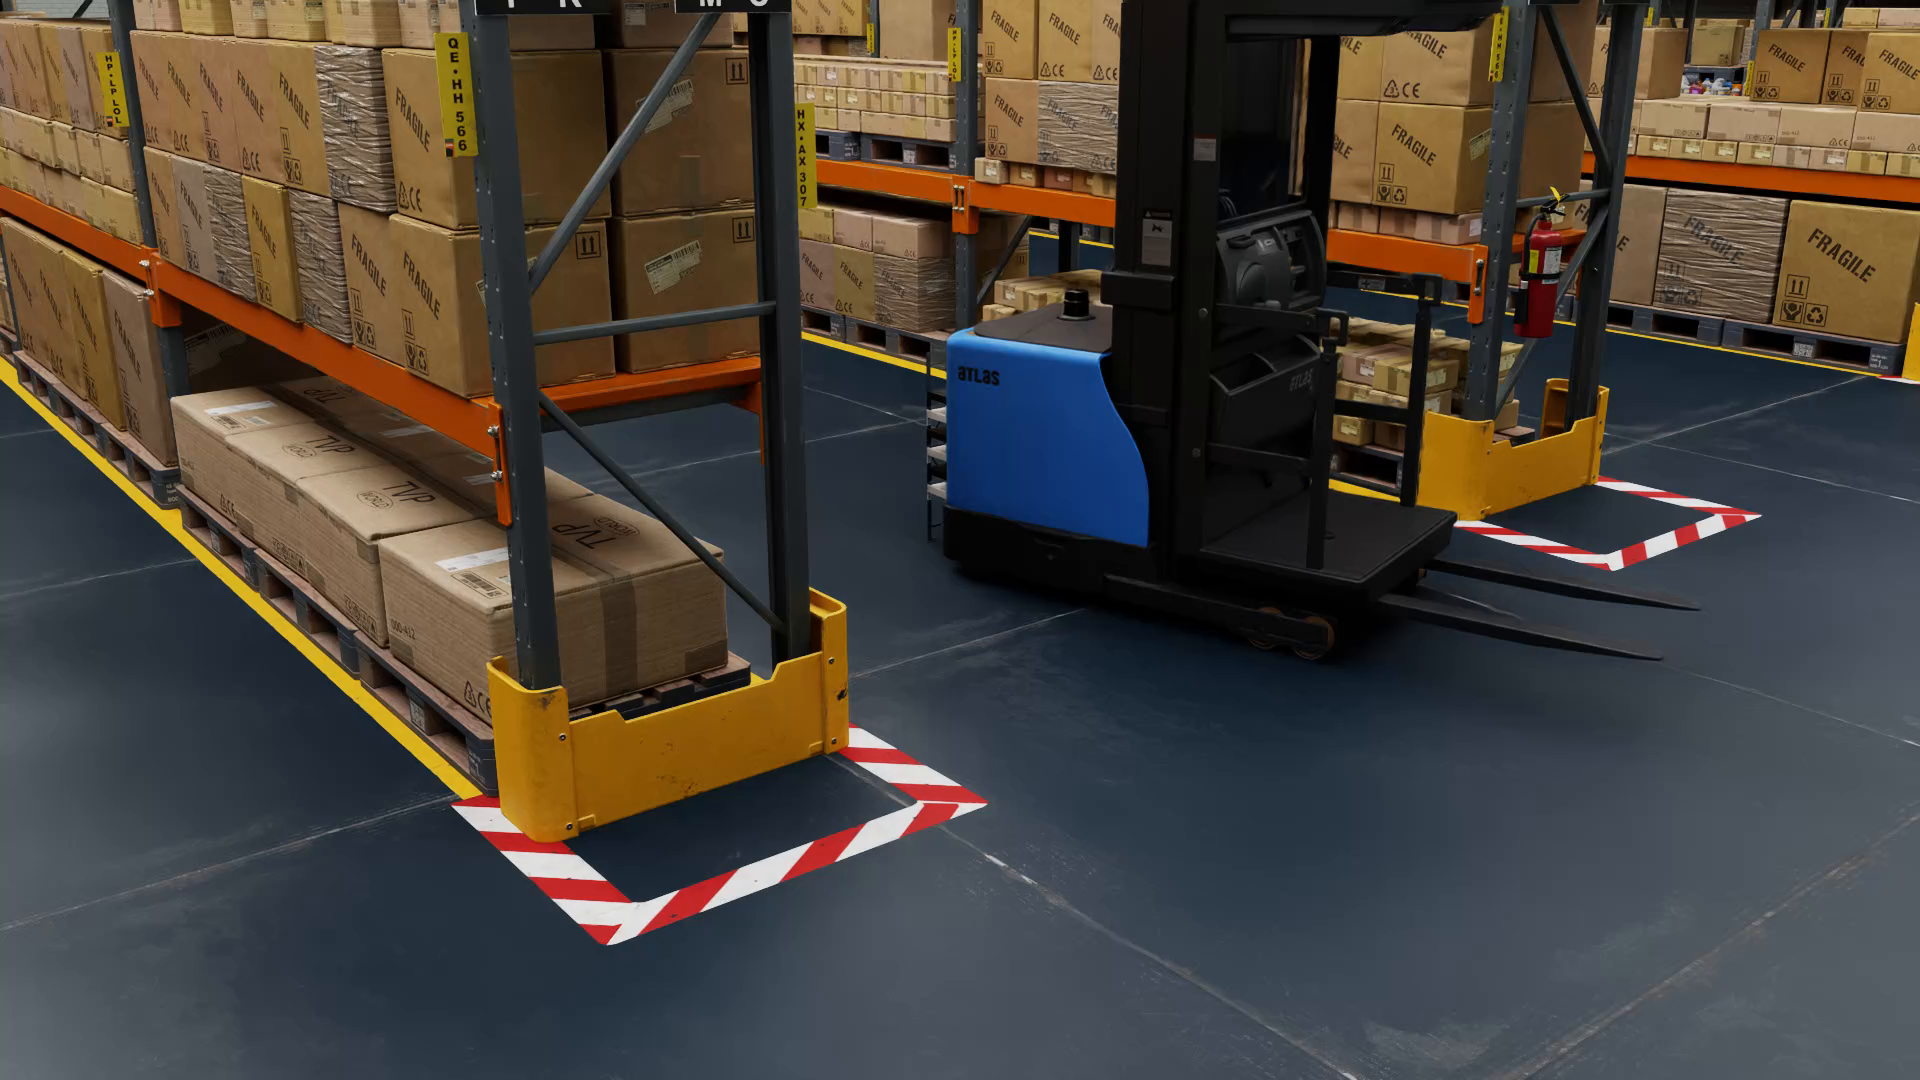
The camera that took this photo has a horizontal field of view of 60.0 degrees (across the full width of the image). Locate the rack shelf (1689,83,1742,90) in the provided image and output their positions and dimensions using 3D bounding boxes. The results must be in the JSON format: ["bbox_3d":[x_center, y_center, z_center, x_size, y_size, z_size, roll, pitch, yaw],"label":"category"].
[{"bbox_3d":[10.876,-5.656,21.317,1.077,0.370,4.000,-14,23,-36],"label":"rack shelf"}]

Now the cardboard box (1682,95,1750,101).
[{"bbox_3d":[5.782,-3.207,12.540,0.500,0.250,0.500,-15,23,-37],"label":"cardboard box"}]

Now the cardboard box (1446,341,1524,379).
[{"bbox_3d":[2.823,-0.968,8.934,0.380,0.149,0.250,-15,24,-39],"label":"cardboard box"}]

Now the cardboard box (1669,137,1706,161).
[{"bbox_3d":[5.405,-2.868,12.151,0.380,0.149,0.250,-13,23,-35],"label":"cardboard box"}]

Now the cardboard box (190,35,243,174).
[{"bbox_3d":[-2.695,-1.742,6.601,0.500,0.500,0.500,-13,23,-35],"label":"cardboard box"}]

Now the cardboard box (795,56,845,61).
[{"bbox_3d":[-1.104,-3.819,13.410,0.380,0.149,0.250,-13,22,-34],"label":"cardboard box"}]

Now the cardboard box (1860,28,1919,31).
[{"bbox_3d":[11.522,-6.069,20.593,0.700,0.500,0.500,-10,21,-28],"label":"cardboard box"}]

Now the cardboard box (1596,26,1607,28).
[{"bbox_3d":[4.746,-3.708,12.860,0.500,0.500,0.500,-14,23,-36],"label":"cardboard box"}]

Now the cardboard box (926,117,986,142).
[{"bbox_3d":[-0.003,-2.769,11.184,0.380,0.149,0.250,-15,23,-37],"label":"cardboard box"}]

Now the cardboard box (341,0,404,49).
[{"bbox_3d":[-1.718,-1.637,5.253,0.380,0.149,0.250,-14,23,-37],"label":"cardboard box"}]

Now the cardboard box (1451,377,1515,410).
[{"bbox_3d":[2.758,-0.810,8.931,0.380,0.149,0.250,-13,22,-34],"label":"cardboard box"}]

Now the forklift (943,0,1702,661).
[{"bbox_3d":[1.425,-1.116,6.569,3.031,2.935,1.130,12,22,33],"label":"forklift"}]

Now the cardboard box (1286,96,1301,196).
[{"bbox_3d":[1.764,-2.144,8.933,0.500,0.500,0.500,-14,23,-36],"label":"cardboard box"}]

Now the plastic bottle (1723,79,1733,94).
[{"bbox_3d":[8.110,-4.733,17.590,0.097,0.271,0.097,0,18,0],"label":"plastic bottle"}]

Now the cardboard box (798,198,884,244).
[{"bbox_3d":[-0.910,-2.389,12.421,0.500,0.250,0.500,-15,24,-38],"label":"cardboard box"}]

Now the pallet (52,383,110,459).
[{"bbox_3d":[-4.719,-0.791,9.915,1.003,0.211,1.213,-14,23,-36],"label":"pallet"}]

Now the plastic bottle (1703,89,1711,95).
[{"bbox_3d":[7.641,-4.502,17.003,0.097,0.201,0.097,0,18,0],"label":"plastic bottle"}]

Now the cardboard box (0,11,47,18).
[{"bbox_3d":[-7.295,-4.006,12.856,0.380,0.149,0.250,-15,24,-38],"label":"cardboard box"}]

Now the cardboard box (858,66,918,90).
[{"bbox_3d":[-0.493,-3.247,11.683,0.380,0.149,0.250,-14,23,-36],"label":"cardboard box"}]

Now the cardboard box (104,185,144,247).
[{"bbox_3d":[-3.895,-1.629,8.247,0.500,0.250,0.500,-15,23,-37],"label":"cardboard box"}]

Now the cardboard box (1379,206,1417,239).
[{"bbox_3d":[2.333,-1.618,8.377,0.380,0.149,0.250,-14,23,-36],"label":"cardboard box"}]

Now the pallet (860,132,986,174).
[{"bbox_3d":[0.038,-2.755,11.716,1.003,0.211,1.213,-14,23,-36],"label":"pallet"}]

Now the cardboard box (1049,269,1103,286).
[{"bbox_3d":[0.824,-1.721,11.209,0.380,0.149,0.250,-13,22,-35],"label":"cardboard box"}]

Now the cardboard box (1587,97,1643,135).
[{"bbox_3d":[5.067,-3.226,12.597,0.500,0.250,0.500,-13,23,-35],"label":"cardboard box"}]

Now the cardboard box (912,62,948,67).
[{"bbox_3d":[-0.133,-3.435,12.249,0.380,0.149,0.250,-14,23,-37],"label":"cardboard box"}]

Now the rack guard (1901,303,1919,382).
[{"bbox_3d":[6.848,-1.394,11.278,1.175,0.500,0.348,-14,23,-36],"label":"rack guard"}]

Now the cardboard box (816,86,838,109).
[{"bbox_3d":[-0.824,-3.234,12.117,0.380,0.149,0.250,-14,23,-36],"label":"cardboard box"}]

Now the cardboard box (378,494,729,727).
[{"bbox_3d":[-1.423,0.221,5.831,0.875,0.438,0.875,-15,23,-38],"label":"cardboard box"}]

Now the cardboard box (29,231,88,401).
[{"bbox_3d":[-4.988,-1.408,10.054,0.875,0.875,0.875,-14,23,-35],"label":"cardboard box"}]

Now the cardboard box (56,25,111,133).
[{"bbox_3d":[-4.220,-2.348,8.431,0.500,0.500,0.500,-13,23,-35],"label":"cardboard box"}]

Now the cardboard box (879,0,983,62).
[{"bbox_3d":[-0.234,-5.805,18.999,1.000,1.000,1.000,-14,23,-36],"label":"cardboard box"}]

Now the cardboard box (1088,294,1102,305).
[{"bbox_3d":[0.950,-1.441,10.362,0.380,0.149,0.250,-15,23,-38],"label":"cardboard box"}]

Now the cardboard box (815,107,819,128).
[{"bbox_3d":[-0.980,-3.155,12.350,0.380,0.149,0.250,-15,23,-38],"label":"cardboard box"}]

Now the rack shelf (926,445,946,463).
[{"bbox_3d":[0.005,-0.394,7.725,0.258,0.077,0.200,-14,23,-36],"label":"rack shelf"}]

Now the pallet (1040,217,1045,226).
[{"bbox_3d":[0.629,-3.728,18.784,1.003,0.211,1.213,-14,23,-36],"label":"pallet"}]

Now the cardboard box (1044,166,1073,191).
[{"bbox_3d":[0.744,-2.272,10.351,0.380,0.149,0.250,-15,24,-38],"label":"cardboard box"}]

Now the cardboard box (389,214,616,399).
[{"bbox_3d":[-1.442,-0.767,5.249,0.500,0.500,0.500,-14,23,-36],"label":"cardboard box"}]

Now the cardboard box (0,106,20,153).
[{"bbox_3d":[-5.461,-2.490,10.052,0.500,0.250,0.500,-13,23,-35],"label":"cardboard box"}]

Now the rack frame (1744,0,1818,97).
[{"bbox_3d":[8.232,-4.539,16.799,1.000,3.000,0.127,-14,23,-36],"label":"rack frame"}]

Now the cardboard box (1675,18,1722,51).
[{"bbox_3d":[12.095,-8.273,27.216,0.700,0.500,0.500,-10,21,-29],"label":"cardboard box"}]

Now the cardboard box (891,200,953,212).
[{"bbox_3d":[-0.185,-2.362,12.341,0.500,0.250,0.500,-13,22,-35],"label":"cardboard box"}]

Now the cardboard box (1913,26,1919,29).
[{"bbox_3d":[14.241,-7.234,24.272,0.500,0.500,0.500,-14,23,-36],"label":"cardboard box"}]

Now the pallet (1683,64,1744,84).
[{"bbox_3d":[10.110,-6.246,22.260,1.213,0.211,1.003,-14,23,-36],"label":"pallet"}]

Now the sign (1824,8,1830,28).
[{"bbox_3d":[13.095,-7.862,25.119,0.100,0.325,0.005,-14,23,-36],"label":"sign"}]

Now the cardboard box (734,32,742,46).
[{"bbox_3d":[-2.781,-6.577,22.322,0.875,0.500,0.500,-14,23,-36],"label":"cardboard box"}]

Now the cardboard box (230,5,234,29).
[{"bbox_3d":[-2.594,-2.035,6.455,0.380,0.149,0.250,-14,23,-36],"label":"cardboard box"}]

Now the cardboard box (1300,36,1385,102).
[{"bbox_3d":[2.089,-2.496,8.406,0.500,0.500,0.500,-15,23,-38],"label":"cardboard box"}]

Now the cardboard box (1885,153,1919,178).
[{"bbox_3d":[6.354,-2.491,11.013,0.380,0.149,0.250,-13,23,-35],"label":"cardboard box"}]

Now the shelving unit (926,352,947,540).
[{"bbox_3d":[0.005,-0.425,7.715,0.258,0.900,0.210,-14,23,-36],"label":"shelving unit"}]

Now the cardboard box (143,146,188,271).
[{"bbox_3d":[-3.333,-1.519,7.519,0.500,0.500,0.500,-13,22,-34],"label":"cardboard box"}]

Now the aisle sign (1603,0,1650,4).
[{"bbox_3d":[3.163,-2.918,7.769,0.394,0.787,0.004,-14,23,-36],"label":"aisle sign"}]

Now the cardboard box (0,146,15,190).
[{"bbox_3d":[-5.796,-2.383,10.526,0.500,0.250,0.500,-14,23,-37],"label":"cardboard box"}]

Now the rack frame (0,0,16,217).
[{"bbox_3d":[-8.386,-3.610,13.992,1.000,3.000,0.127,-14,23,-36],"label":"rack frame"}]
